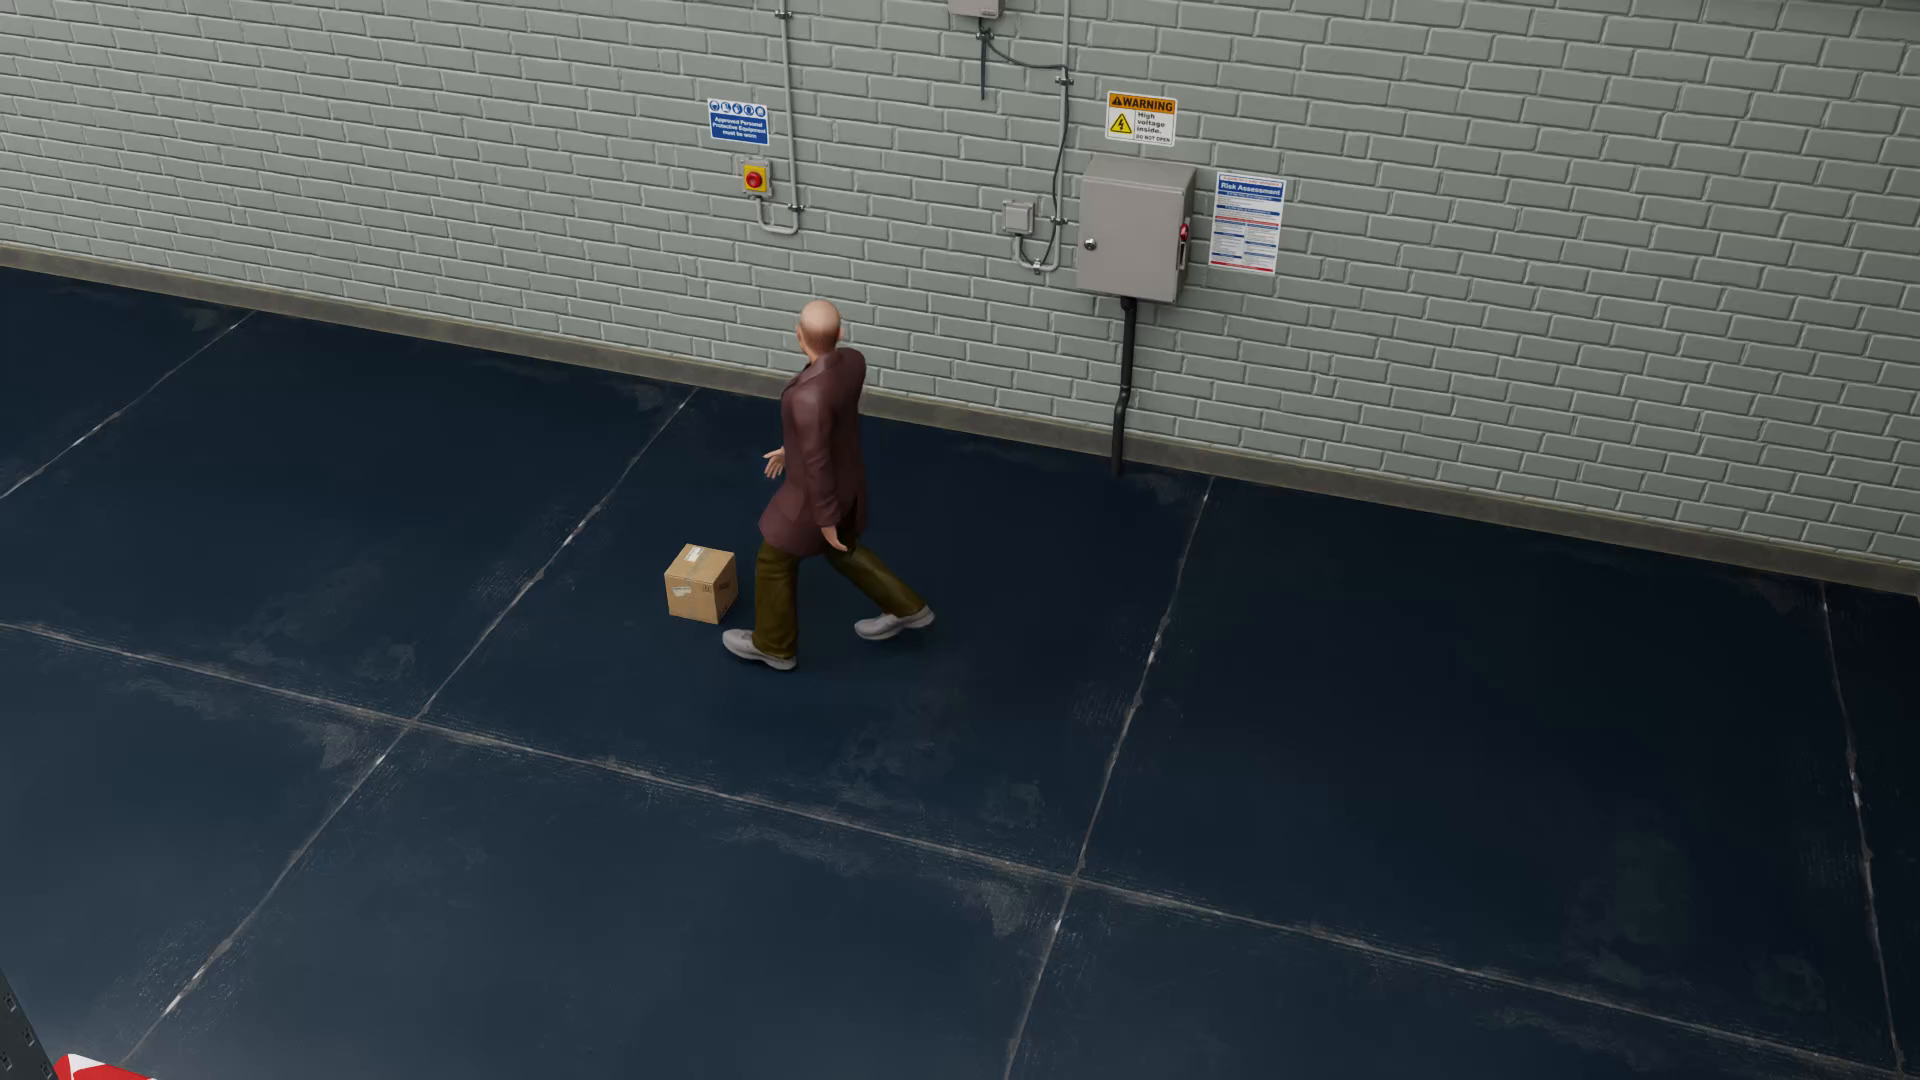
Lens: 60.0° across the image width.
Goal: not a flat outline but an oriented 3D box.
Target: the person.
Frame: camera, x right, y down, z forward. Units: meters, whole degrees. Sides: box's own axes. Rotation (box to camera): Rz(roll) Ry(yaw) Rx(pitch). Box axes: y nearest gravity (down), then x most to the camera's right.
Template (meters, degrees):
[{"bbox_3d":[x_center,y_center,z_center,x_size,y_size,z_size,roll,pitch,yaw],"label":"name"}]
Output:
[{"bbox_3d":[-0.589,-0.226,7.208,0.893,1.725,0.596,14,39,18],"label":"person"}]
